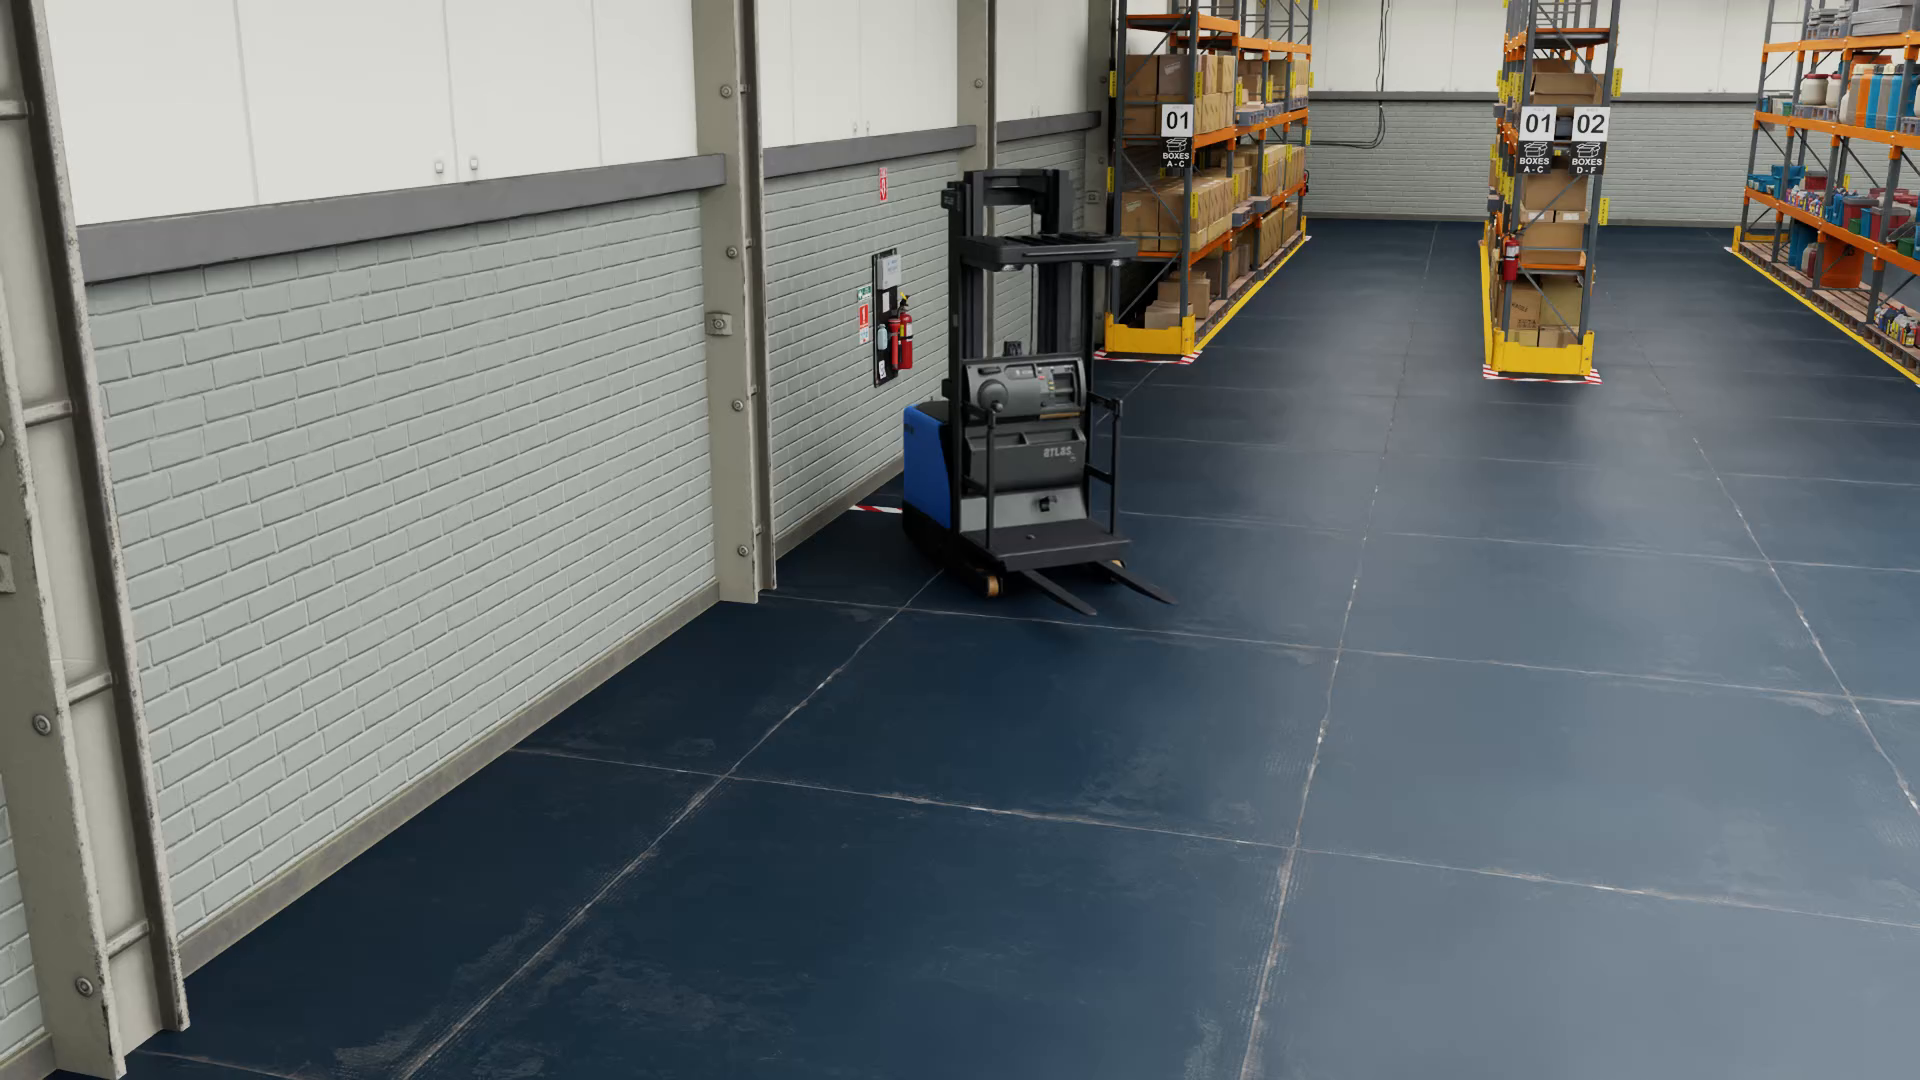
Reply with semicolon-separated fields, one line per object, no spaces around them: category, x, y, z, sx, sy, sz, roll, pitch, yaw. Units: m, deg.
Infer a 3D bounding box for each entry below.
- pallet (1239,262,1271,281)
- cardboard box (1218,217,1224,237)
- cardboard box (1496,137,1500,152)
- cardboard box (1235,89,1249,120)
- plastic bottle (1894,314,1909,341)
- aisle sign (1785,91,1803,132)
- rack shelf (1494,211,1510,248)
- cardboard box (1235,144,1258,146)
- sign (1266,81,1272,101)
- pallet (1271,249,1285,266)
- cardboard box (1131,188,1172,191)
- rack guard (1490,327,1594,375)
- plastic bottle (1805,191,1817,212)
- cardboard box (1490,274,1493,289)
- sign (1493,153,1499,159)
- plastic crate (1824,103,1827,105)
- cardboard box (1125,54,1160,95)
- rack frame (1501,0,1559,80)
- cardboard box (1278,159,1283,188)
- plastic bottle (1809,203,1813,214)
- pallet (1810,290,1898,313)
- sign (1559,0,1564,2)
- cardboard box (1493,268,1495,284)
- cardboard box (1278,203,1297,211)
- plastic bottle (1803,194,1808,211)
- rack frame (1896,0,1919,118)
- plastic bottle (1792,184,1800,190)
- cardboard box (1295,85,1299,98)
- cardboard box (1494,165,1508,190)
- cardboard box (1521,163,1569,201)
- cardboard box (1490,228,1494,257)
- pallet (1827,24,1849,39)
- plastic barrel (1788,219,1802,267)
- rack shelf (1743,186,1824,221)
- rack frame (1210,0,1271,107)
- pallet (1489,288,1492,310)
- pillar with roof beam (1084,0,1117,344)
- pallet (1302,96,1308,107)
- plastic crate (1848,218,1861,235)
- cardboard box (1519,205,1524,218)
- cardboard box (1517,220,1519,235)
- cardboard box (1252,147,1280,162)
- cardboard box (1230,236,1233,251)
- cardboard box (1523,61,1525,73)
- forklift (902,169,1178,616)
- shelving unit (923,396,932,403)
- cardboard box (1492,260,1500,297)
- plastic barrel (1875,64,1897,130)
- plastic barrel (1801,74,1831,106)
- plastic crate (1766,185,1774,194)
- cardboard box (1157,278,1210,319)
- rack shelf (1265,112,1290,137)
pallet;5.072;-4.899;30.214;1.003;0.211;1.213;5;16;16
cardboard box;3.517;-4.521;24.010;0.500;0.250;0.500;5;16;16
cardboard box;10.989;-7.783;33.255;0.500;0.500;0.500;4;16;15
cardboard box;4.319;-7.210;27.531;0.797;0.503;0.637;7;17;24
plastic bottle;12.283;-2.774;21.662;0.144;0.351;0.185;5;17;18
aisle sign;16.849;-8.612;33.429;0.394;0.787;0.004;5;16;16
rack shelf;8.958;-4.788;26.030;1.077;0.370;4.000;5;16;16
cardboard box;5.532;-7.548;32.305;0.500;0.250;0.500;5;17;18
sign;5.296;-7.689;28.497;0.100;0.325;0.005;5;16;16
pallet;5.766;-5.537;32.465;1.003;0.211;1.213;5;16;16
cardboard box;2.585;-4.516;22.618;0.500;0.500;0.500;5;17;17
rack guard;7.246;-2.355;20.716;1.175;0.500;0.348;5;16;16
plastic bottle;14.390;-5.724;28.105;0.144;0.351;0.185;5;16;16
cardboard box;8.812;-4.154;26.746;0.500;0.250;0.500;4;16;14
sign;10.141;-7.160;31.489;0.100;0.325;0.005;5;16;16
plastic crate;16.027;-8.002;30.788;0.497;0.269;0.590;5;16;16
cardboard box;2.374;-6.062;21.655;0.500;0.500;0.500;5;17;18
rack frame;11.800;-10.636;34.337;1.000;3.000;0.127;5;16;16
cardboard box;5.888;-7.013;31.792;0.500;0.500;0.500;5;17;16
plastic bottle;14.262;-5.557;27.789;0.097;0.201;0.097;0;16;0
pallet;14.017;-3.731;26.095;1.003;0.211;1.213;5;16;16
sign;12.326;-11.113;34.017;0.100;0.325;0.005;5;16;16
cardboard box;8.372;-4.024;25.262;0.500;0.311;0.500;5;17;17
cardboard box;7.013;-7.139;35.624;0.380;0.149;0.250;5;17;17
plastic bottle;14.396;-5.737;28.272;0.061;0.283;0.133;5;16;16
rack frame;13.138;-7.111;21.911;1.000;3.000;0.127;5;16;16
plastic bottle;14.989;-6.217;29.842;0.144;0.351;0.185;5;16;16
cardboard box;6.520;-9.000;33.388;0.500;0.250;0.500;4;16;15
cardboard box;10.179;-6.662;30.368;0.700;0.500;0.500;7;17;25
cardboard box;7.700;-4.641;21.634;0.700;0.500;0.500;5;16;16
cardboard box;10.292;-5.605;31.367;0.500;0.500;0.500;4;16;13
pallet;14.509;-8.061;26.337;1.213;0.211;1.003;5;16;16
plastic barrel;15.240;-5.370;29.840;0.600;0.901;0.708;5;16;16
rack shelf;15.980;-6.495;32.051;1.077;0.370;4.000;5;16;16
rack frame;4.776;-8.926;28.309;1.000;3.000;0.127;5;16;16
pallet;8.906;-3.785;26.287;1.003;0.211;1.213;5;16;16
pillar with roof beam;6.000;-6.750;20.635;9.100;9.000;0.400;5;16;16
pallet;6.849;-9.339;35.422;1.003;0.211;1.213;5;16;16
plastic crate;13.362;-4.601;24.442;0.450;0.188;0.662;5;16;16
cardboard box;7.324;-4.174;21.177;0.380;0.149;0.250;4;16;15
cardboard box;7.980;-4.273;22.712;0.700;0.500;0.500;5;17;17
cardboard box;5.726;-7.240;31.217;0.500;0.250;0.500;5;17;17
cardboard box;4.258;-4.938;27.643;0.500;0.250;0.500;5;16;16
cardboard box;9.946;-8.010;28.559;0.500;0.500;0.500;5;16;16
forklift;0.566;-1.126;11.928;1.130;2.935;3.031;-6;17;-22
shelving unit;-0.173;-0.636;13.648;0.215;1.050;0.252;4;16;12
cardboard box;7.958;-3.753;23.960;0.500;0.500;0.500;5;16;16
plastic barrel;13.260;-6.231;23.383;0.600;0.901;0.600;0;16;0
plastic barrel;15.021;-7.911;29.206;0.433;0.535;0.433;0;16;0
plastic crate;15.618;-6.699;31.824;0.293;0.136;0.466;5;16;16
cardboard box;3.204;-3.467;23.832;0.700;0.500;0.500;4;16;12
rack shelf;5.344;-7.660;30.661;1.077;0.370;4.000;5;16;16
